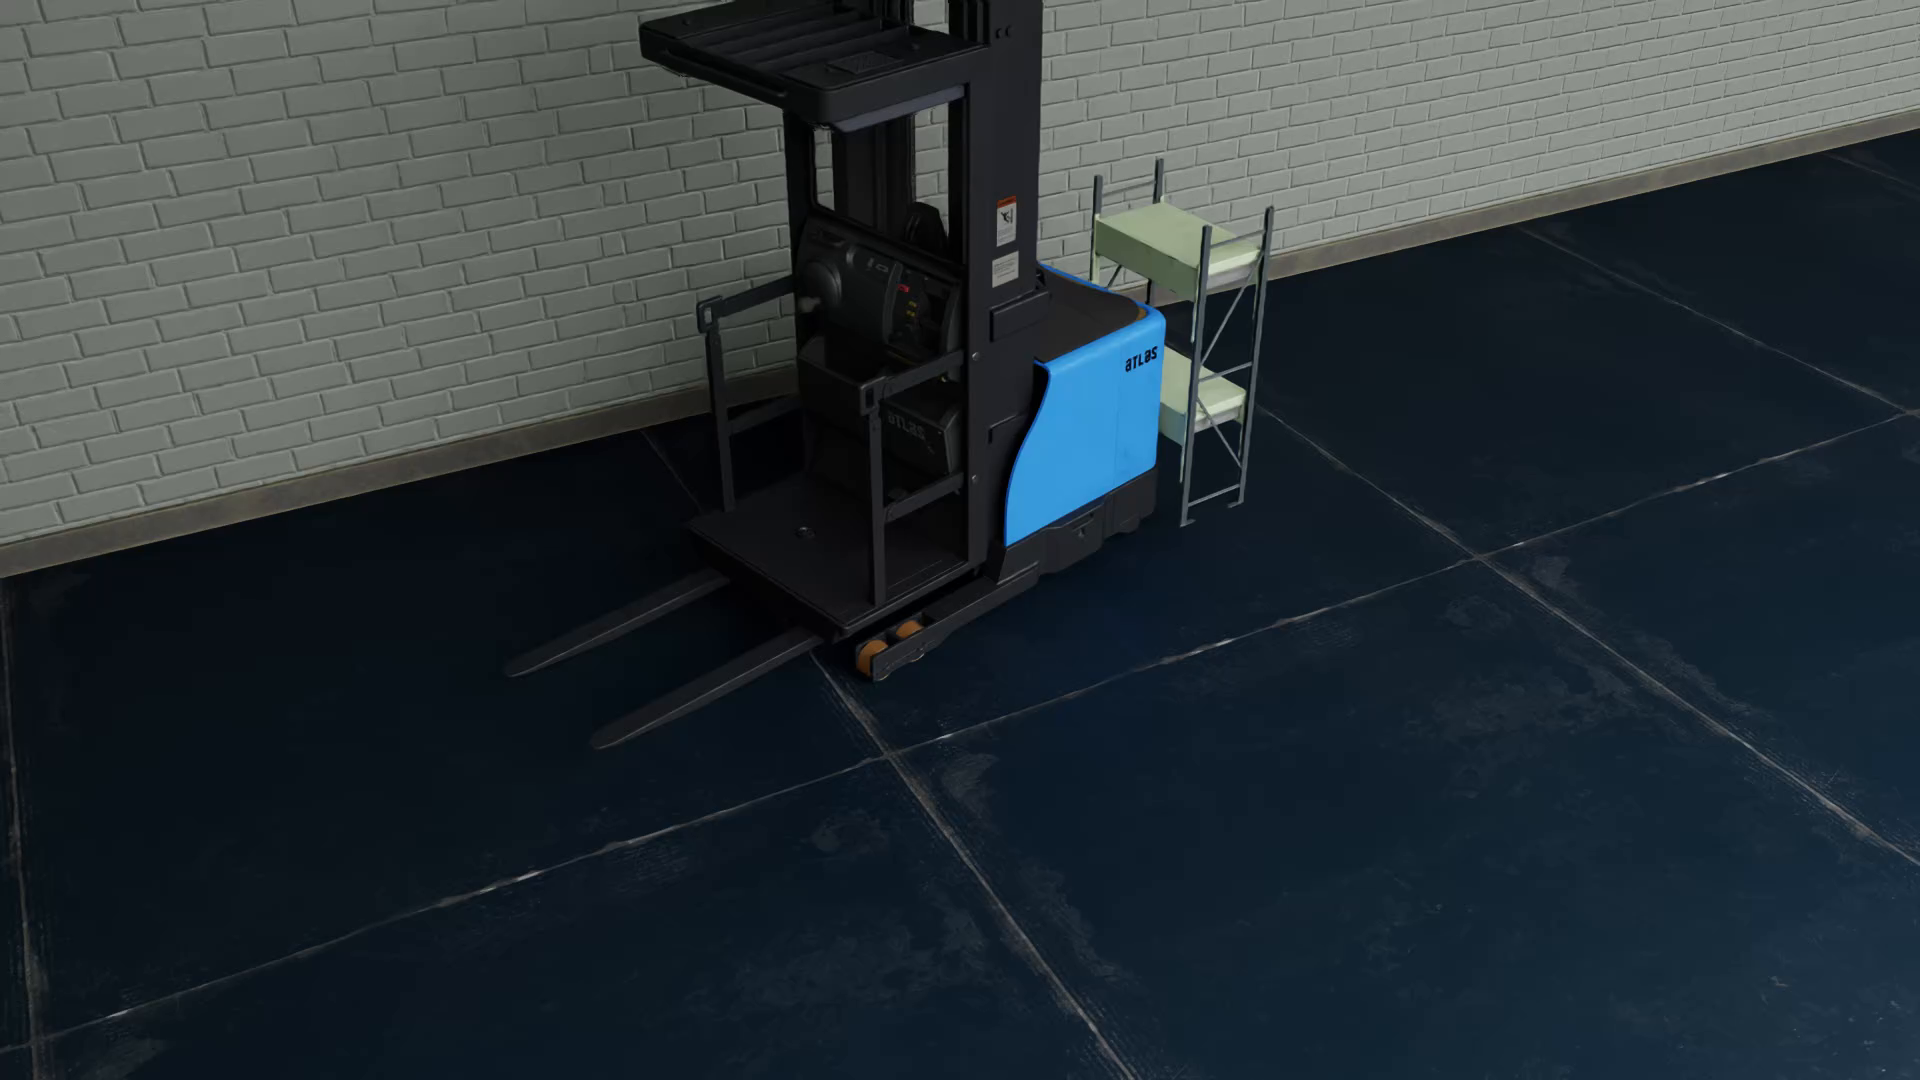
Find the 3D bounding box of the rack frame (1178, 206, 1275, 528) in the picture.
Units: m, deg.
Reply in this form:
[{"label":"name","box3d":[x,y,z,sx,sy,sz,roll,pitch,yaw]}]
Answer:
[{"label":"rack frame","box3d":[1.198,-0.756,7.540,0.400,1.500,0.023,-21,38,-29]}]

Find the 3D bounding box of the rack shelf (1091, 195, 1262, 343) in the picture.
[{"label":"rack shelf","box3d":[0.989,-1.247,7.582,0.431,0.370,0.720,-21,38,-29]}]

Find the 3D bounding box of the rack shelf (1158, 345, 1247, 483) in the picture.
[{"label":"rack shelf","box3d":[0.989,-0.644,7.969,0.431,0.370,0.720,-21,38,-29]}]

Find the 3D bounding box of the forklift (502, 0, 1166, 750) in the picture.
[{"label":"forklift","box3d":[-0.484,-0.971,6.548,3.031,2.935,1.130,-28,42,-36]}]

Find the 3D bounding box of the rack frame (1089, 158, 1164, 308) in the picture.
[{"label":"rack frame","box3d":[0.780,-1.080,8.046,0.400,1.500,0.023,-21,38,-29]}]

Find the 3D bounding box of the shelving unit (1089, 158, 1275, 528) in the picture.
[{"label":"shelving unit","box3d":[0.989,-0.918,7.793,0.431,1.500,0.755,-21,38,-29]}]
